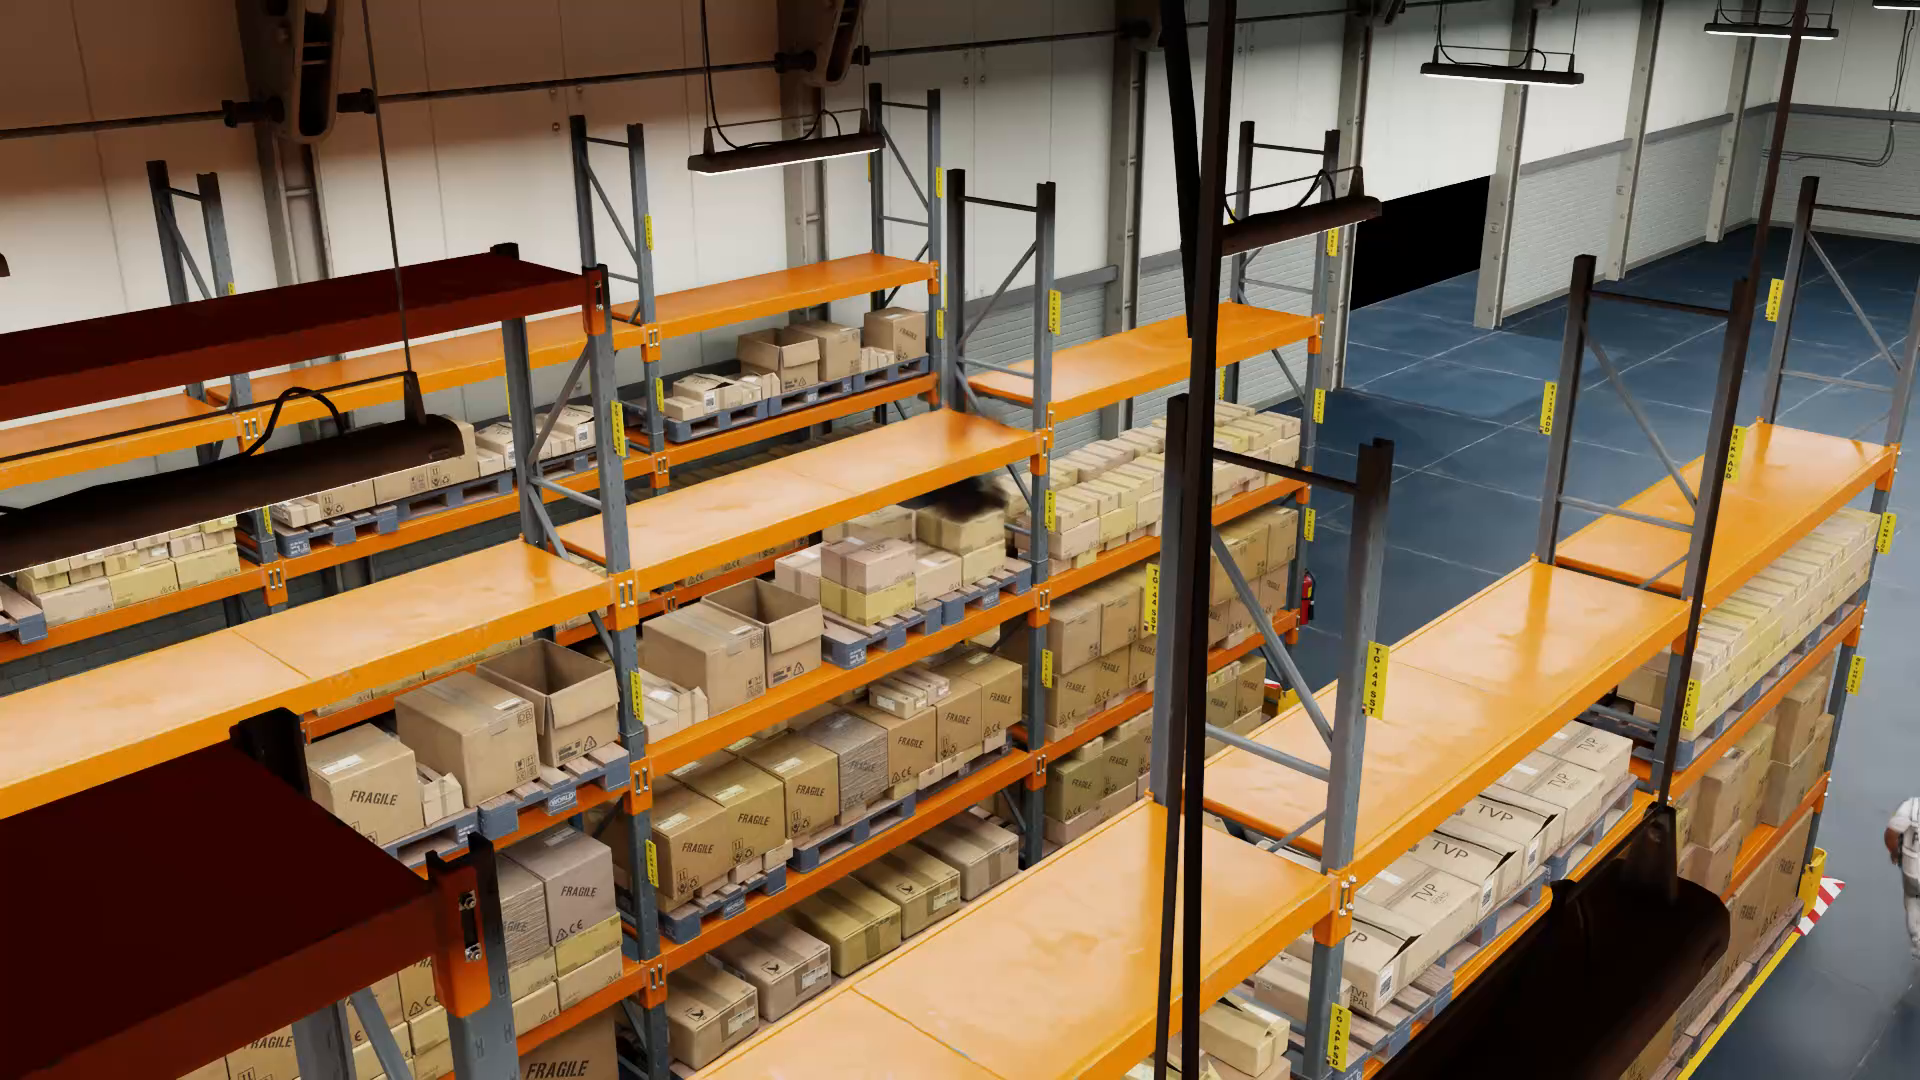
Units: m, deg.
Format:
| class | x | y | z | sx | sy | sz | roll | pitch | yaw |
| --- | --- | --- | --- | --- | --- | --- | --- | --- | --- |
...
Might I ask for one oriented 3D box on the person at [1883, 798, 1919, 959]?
| class | x | y | z | sx | sy | sz | roll | pitch | yaw |
| --- | --- | --- | --- | --- | --- | --- | --- | --- | --- |
| person | 7.629 | 2.553 | 13.093 | 0.716 | 1.723 | 0.543 | 11 | 24 | 26 |
